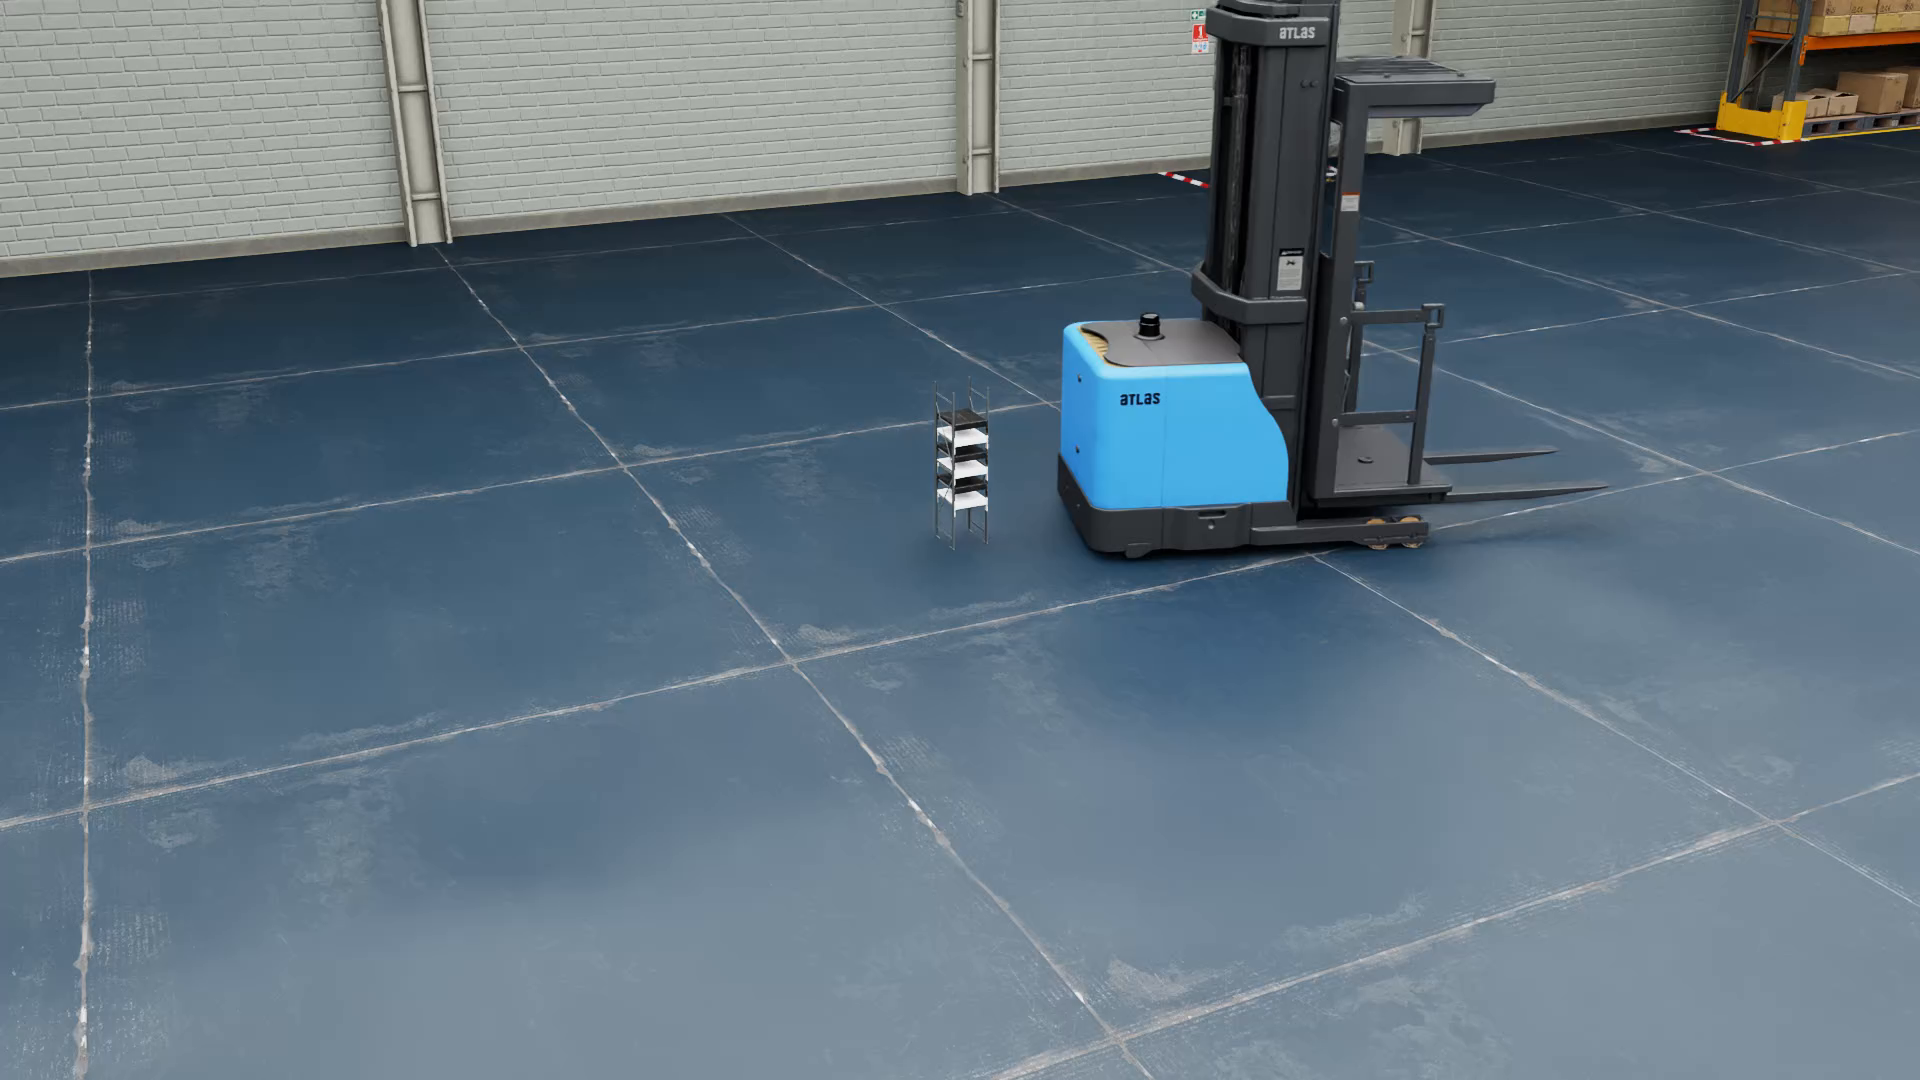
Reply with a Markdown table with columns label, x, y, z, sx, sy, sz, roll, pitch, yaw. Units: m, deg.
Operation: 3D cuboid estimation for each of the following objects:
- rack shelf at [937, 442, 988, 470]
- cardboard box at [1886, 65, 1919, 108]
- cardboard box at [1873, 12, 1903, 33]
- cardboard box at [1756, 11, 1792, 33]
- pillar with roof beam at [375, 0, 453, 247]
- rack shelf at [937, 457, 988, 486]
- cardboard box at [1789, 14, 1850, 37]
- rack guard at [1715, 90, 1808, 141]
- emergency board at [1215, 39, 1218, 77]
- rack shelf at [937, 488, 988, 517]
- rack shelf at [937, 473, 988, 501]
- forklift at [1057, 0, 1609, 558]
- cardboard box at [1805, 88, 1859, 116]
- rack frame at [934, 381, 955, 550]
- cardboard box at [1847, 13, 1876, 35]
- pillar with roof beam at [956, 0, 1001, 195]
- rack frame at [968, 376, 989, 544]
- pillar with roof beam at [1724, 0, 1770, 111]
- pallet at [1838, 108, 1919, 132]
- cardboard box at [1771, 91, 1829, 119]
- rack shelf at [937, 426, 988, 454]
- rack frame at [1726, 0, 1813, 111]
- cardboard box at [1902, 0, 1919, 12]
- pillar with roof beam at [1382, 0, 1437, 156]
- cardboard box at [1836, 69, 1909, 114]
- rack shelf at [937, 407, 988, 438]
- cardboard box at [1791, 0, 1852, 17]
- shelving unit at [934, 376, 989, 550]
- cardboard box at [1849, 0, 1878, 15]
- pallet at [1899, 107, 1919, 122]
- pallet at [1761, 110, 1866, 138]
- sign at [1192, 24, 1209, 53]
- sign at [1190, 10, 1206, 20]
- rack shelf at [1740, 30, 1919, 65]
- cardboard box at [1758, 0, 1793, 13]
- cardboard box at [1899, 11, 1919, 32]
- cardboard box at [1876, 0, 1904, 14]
| label | x | y | z | sx | sy | sz | roll | pitch | yaw |
| --- | --- | --- | --- | --- | --- | --- | --- | --- | --- |
| rack shelf | 0.007 | -0.469 | 9.059 | 0.200 | 0.077 | 0.258 | -10 | 25 | -24 |
| cardboard box | 13.441 | -6.414 | 23.516 | 0.500 | 0.500 | 0.500 | -12 | 26 | -28 |
| cardboard box | 12.255 | -6.973 | 22.343 | 0.500 | 0.250 | 0.500 | -11 | 25 | -24 |
| cardboard box | 11.092 | -6.972 | 22.342 | 0.500 | 0.250 | 0.500 | -10 | 25 | -23 |
| pillar with roof beam | -3.342 | -5.605 | 11.024 | 0.400 | 9.000 | 9.100 | -10 | 25 | -24 |
| rack shelf | 0.007 | -0.386 | 9.094 | 0.200 | 0.077 | 0.258 | -10 | 25 | -24 |
| cardboard box | 11.332 | -6.799 | 21.924 | 0.500 | 0.250 | 0.500 | -11 | 25 | -25 |
| rack guard | 10.823 | -5.746 | 22.477 | 0.348 | 0.500 | 1.175 | -10 | 25 | -24 |
| emergency board | 3.360 | -5.910 | 19.606 | 0.643 | 1.169 | 0.194 | -10 | 25 | -24 |
| rack shelf | 0.007 | -0.220 | 9.163 | 0.200 | 0.077 | 0.258 | -10 | 25 | -24 |
| rack shelf | 0.007 | -0.303 | 9.128 | 0.200 | 0.077 | 0.258 | -10 | 25 | -24 |
| forklift | 2.131 | -1.497 | 9.035 | 3.031 | 2.935 | 1.130 | -3 | 23 | -8 |
| cardboard box | 11.931 | -6.027 | 22.829 | 0.500 | 0.311 | 0.500 | -8 | 24 | -19 |
| rack frame | -0.084 | -0.400 | 9.040 | 0.006 | 0.900 | 0.240 | -10 | 25 | -24 |
| cardboard box | 11.794 | -6.891 | 22.144 | 0.500 | 0.250 | 0.500 | -11 | 25 | -25 |
| pillar with roof beam | 2.064 | -6.600 | 13.429 | 0.400 | 9.000 | 9.100 | -10 | 25 | -24 |
| rack frame | 0.099 | -0.434 | 9.122 | 0.006 | 0.900 | 0.240 | -10 | 25 | -24 |
| pillar with roof beam | 12.877 | -8.591 | 18.237 | 0.400 | 9.000 | 9.100 | -10 | 25 | -24 |
| pallet | 12.668 | -5.936 | 23.313 | 1.213 | 0.211 | 1.003 | -10 | 25 | -24 |
| cardboard box | 11.417 | -5.933 | 22.601 | 0.500 | 0.311 | 0.500 | -14 | 26 | -30 |
| rack shelf | 0.007 | -0.553 | 9.025 | 0.200 | 0.077 | 0.258 | -10 | 25 | -24 |
| rack frame | 10.754 | -6.888 | 21.968 | 0.127 | 3.000 | 1.000 | -10 | 25 | -24 |
| cardboard box | 12.693 | -7.402 | 22.399 | 0.500 | 0.500 | 0.500 | -10 | 24 | -22 |
| pillar with roof beam | 7.471 | -7.595 | 15.833 | 0.400 | 9.000 | 9.100 | -10 | 25 | -24 |
| cardboard box | 12.613 | -6.219 | 23.045 | 0.500 | 0.500 | 0.700 | -12 | 25 | -27 |
| rack shelf | 0.007 | -0.636 | 8.991 | 0.200 | 0.077 | 0.258 | -10 | 25 | -24 |
| cardboard box | 11.315 | -7.150 | 21.791 | 0.500 | 0.500 | 0.500 | -10 | 25 | -24 |
| shelving unit | 0.007 | -0.417 | 9.081 | 0.210 | 0.900 | 0.258 | -10 | 25 | -24 |
| cardboard box | 11.765 | -7.229 | 21.980 | 0.500 | 0.500 | 0.500 | -10 | 25 | -23 |
| pallet | 13.769 | -6.139 | 23.806 | 1.213 | 0.211 | 1.003 | -10 | 25 | -24 |
| pallet | 11.570 | -5.735 | 22.828 | 1.213 | 0.211 | 1.003 | -10 | 25 | -24 |
| sign | 2.818 | -5.870 | 19.463 | 0.234 | 0.329 | 0.001 | -10 | 25 | -24 |
| sign | 2.826 | -6.113 | 19.357 | 0.331 | 0.109 | 0.001 | -10 | 25 | -24 |
| rack shelf | 12.557 | -6.887 | 22.907 | 4.000 | 0.370 | 1.077 | -10 | 25 | -24 |
| cardboard box | 11.087 | -7.326 | 22.215 | 0.500 | 0.500 | 0.500 | -11 | 25 | -24 |
| cardboard box | 12.712 | -7.056 | 22.544 | 0.500 | 0.250 | 0.500 | -10 | 25 | -23 |
| cardboard box | 12.233 | -7.312 | 22.182 | 0.500 | 0.500 | 0.500 | -11 | 25 | -25 |
